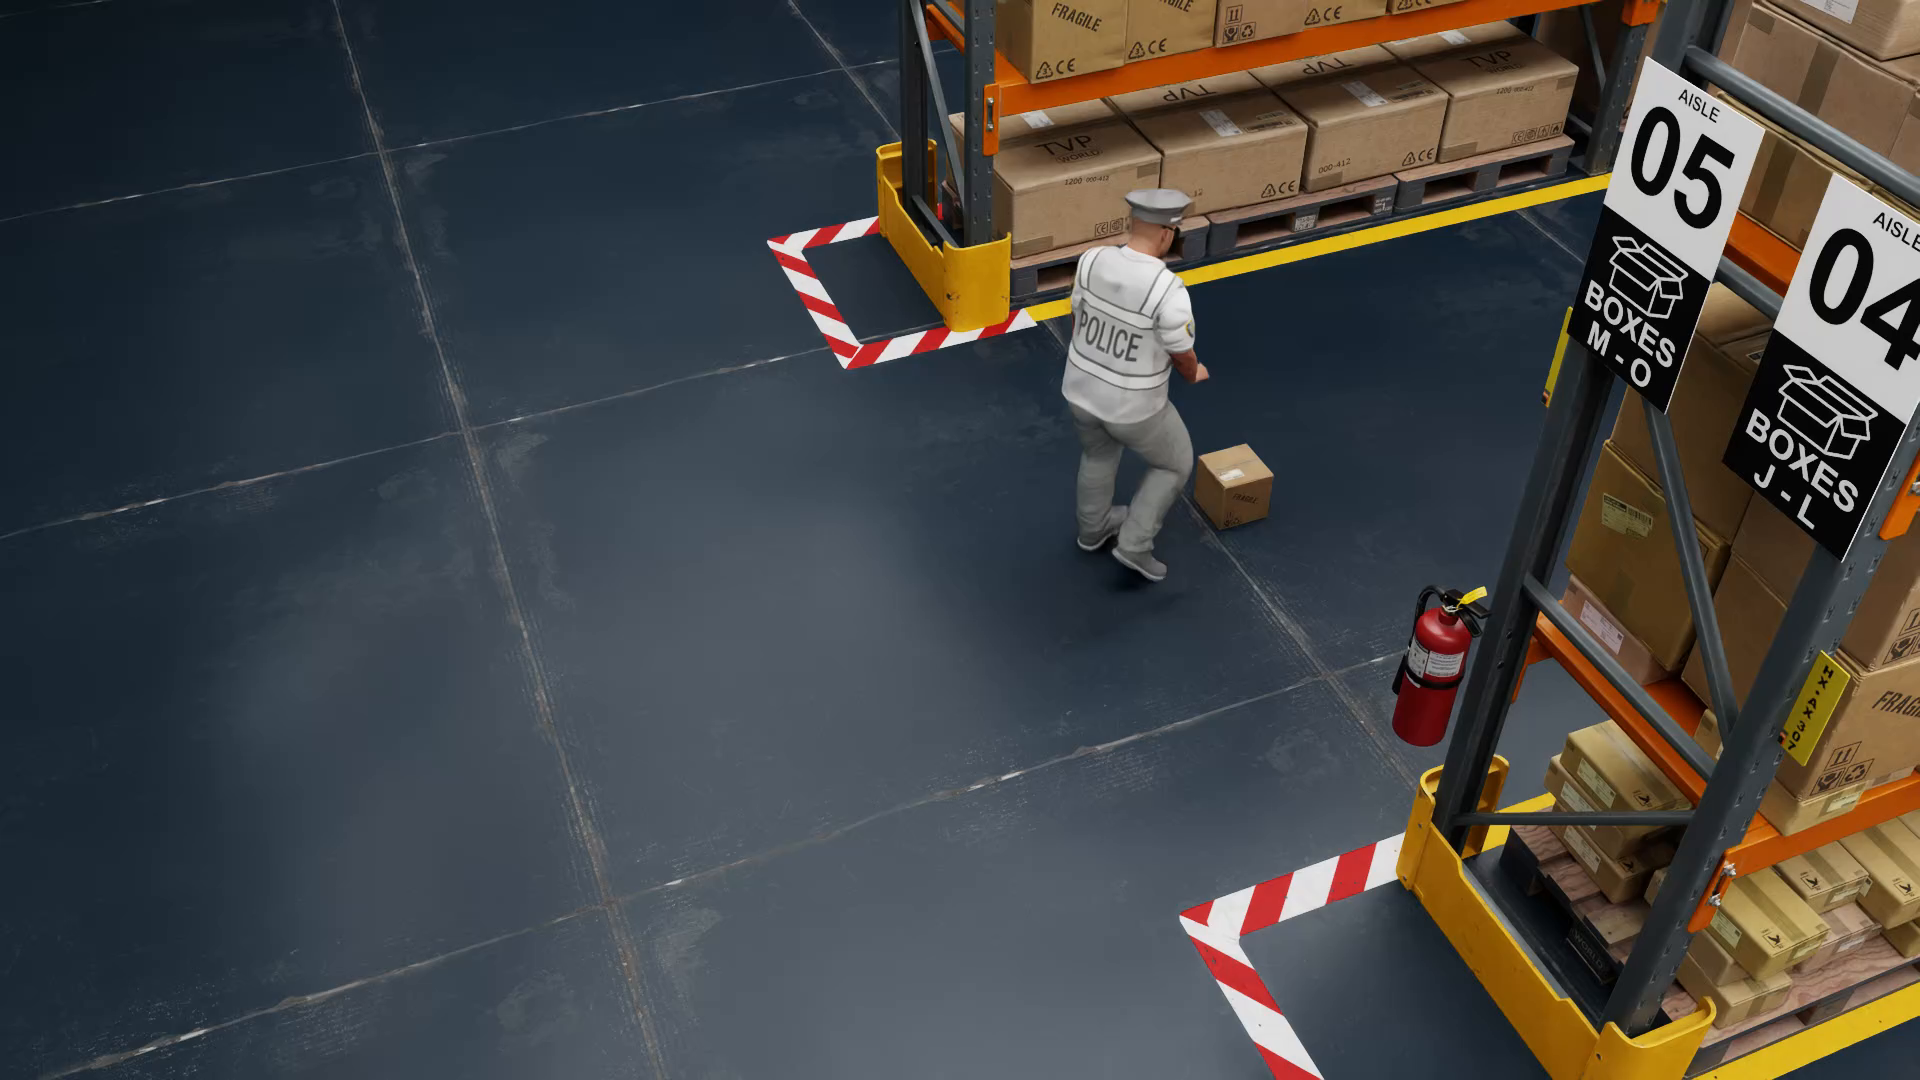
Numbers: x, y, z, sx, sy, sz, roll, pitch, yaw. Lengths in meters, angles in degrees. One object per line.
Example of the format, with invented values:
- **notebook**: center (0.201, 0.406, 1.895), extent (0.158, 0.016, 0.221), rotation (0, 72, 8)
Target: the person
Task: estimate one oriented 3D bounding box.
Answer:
- **person**: center (0.715, -0.609, 6.868), extent (0.551, 1.787, 0.589), rotation (29, 49, 29)
